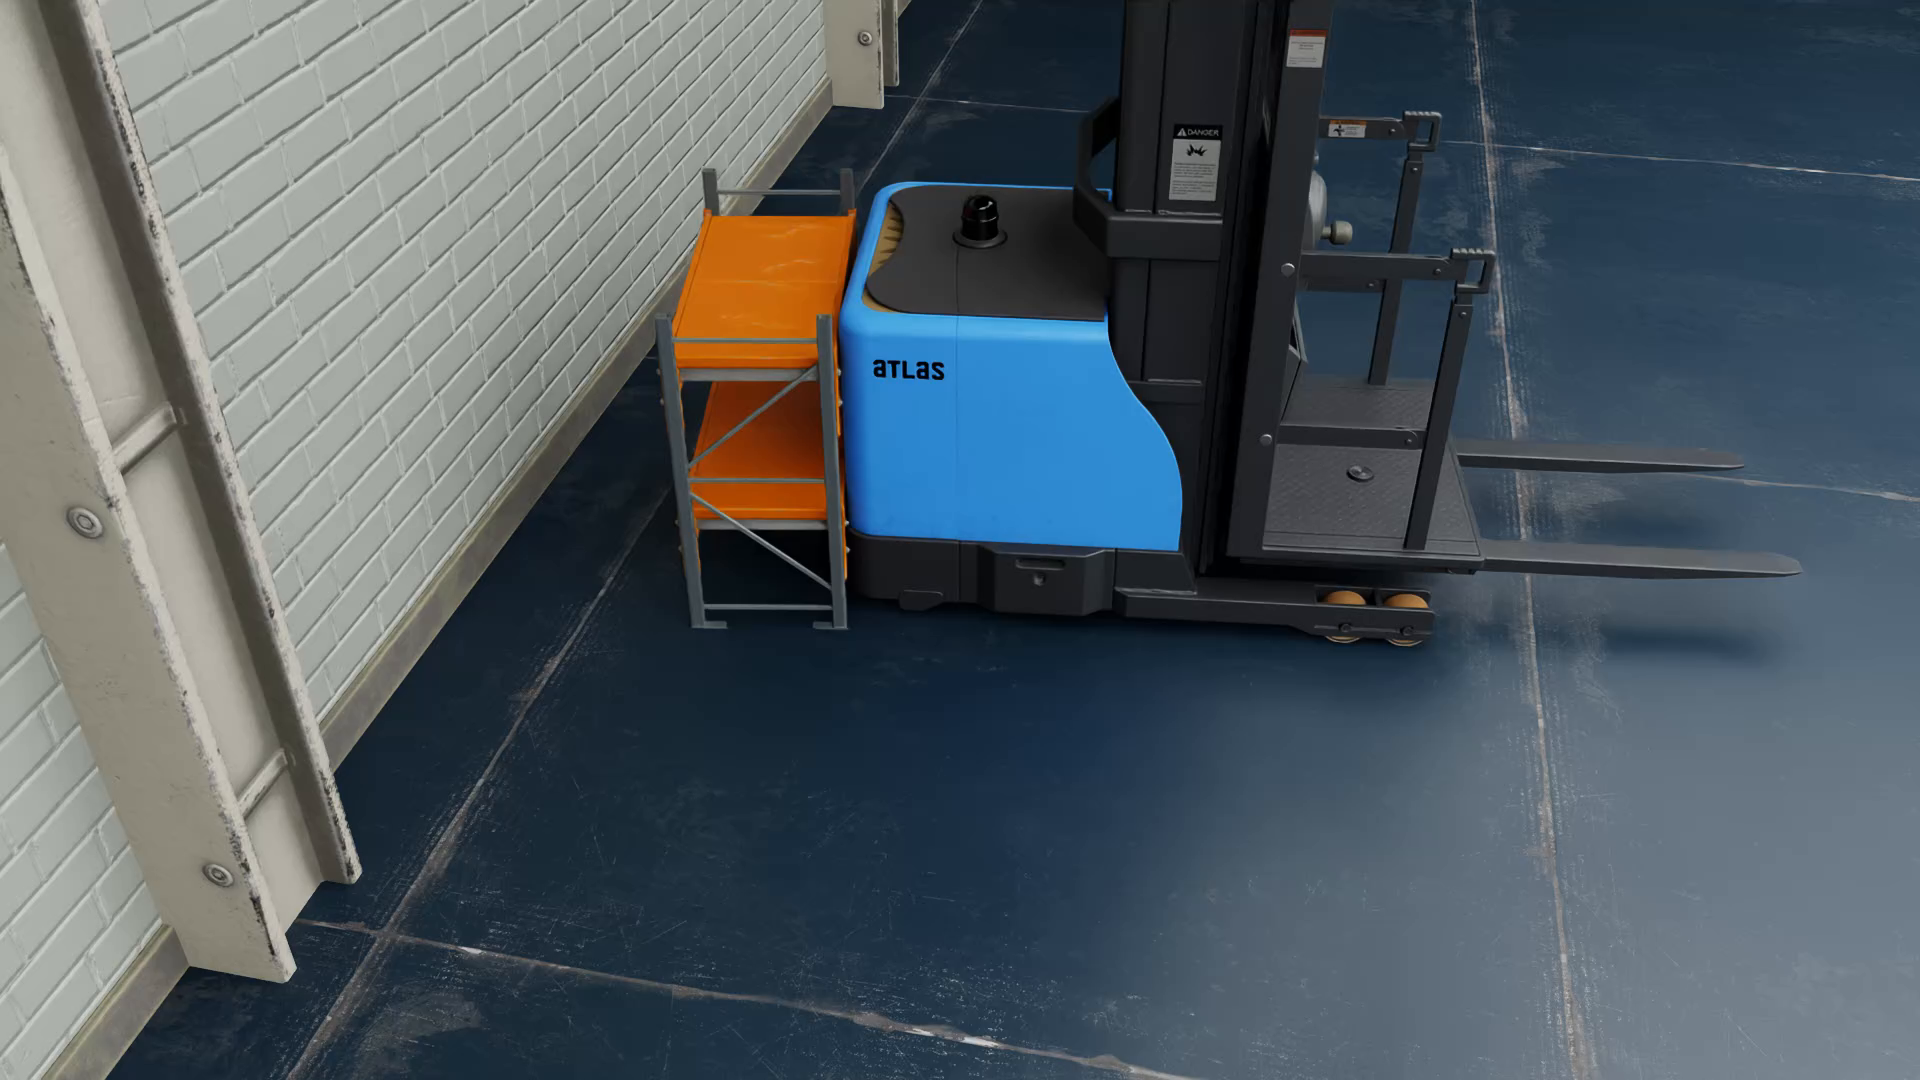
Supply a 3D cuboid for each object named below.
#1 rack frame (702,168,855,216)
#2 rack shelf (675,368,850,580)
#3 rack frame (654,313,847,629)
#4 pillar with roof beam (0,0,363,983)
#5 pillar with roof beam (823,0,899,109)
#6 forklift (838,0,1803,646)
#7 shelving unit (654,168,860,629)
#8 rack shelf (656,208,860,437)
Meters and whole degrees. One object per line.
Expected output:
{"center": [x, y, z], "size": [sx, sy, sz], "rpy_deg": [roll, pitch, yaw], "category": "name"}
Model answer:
{"center": [-0.607, -0.775, 5.860], "size": [0.500, 1.125, 0.032], "rpy_deg": [0, 36, 0], "category": "rack frame"}
{"center": [-0.610, -0.278, 5.592], "size": [0.538, 0.278, 1.000], "rpy_deg": [0, 36, 0], "category": "rack shelf"}
{"center": [-0.614, -0.178, 5.037], "size": [0.500, 1.125, 0.032], "rpy_deg": [0, 36, 0], "category": "rack frame"}
{"center": [2.394, -2.116, 1.001], "size": [9.100, 9.000, 0.400], "rpy_deg": [7, 37, 10], "category": "pillar with roof beam"}
{"center": [3.675, -5.556, 5.747], "size": [9.100, 9.000, 0.400], "rpy_deg": [7, 37, 10], "category": "pillar with roof beam"}
{"center": [1.174, -1.176, 4.876], "size": [3.031, 2.935, 1.130], "rpy_deg": [3, 36, 4], "category": "forklift"}
{"center": [-0.610, -0.476, 5.449], "size": [0.538, 1.125, 1.048], "rpy_deg": [0, 36, 0], "category": "shelving unit"}
{"center": [-0.610, -0.713, 5.277], "size": [0.538, 0.278, 1.000], "rpy_deg": [0, 36, 0], "category": "rack shelf"}
